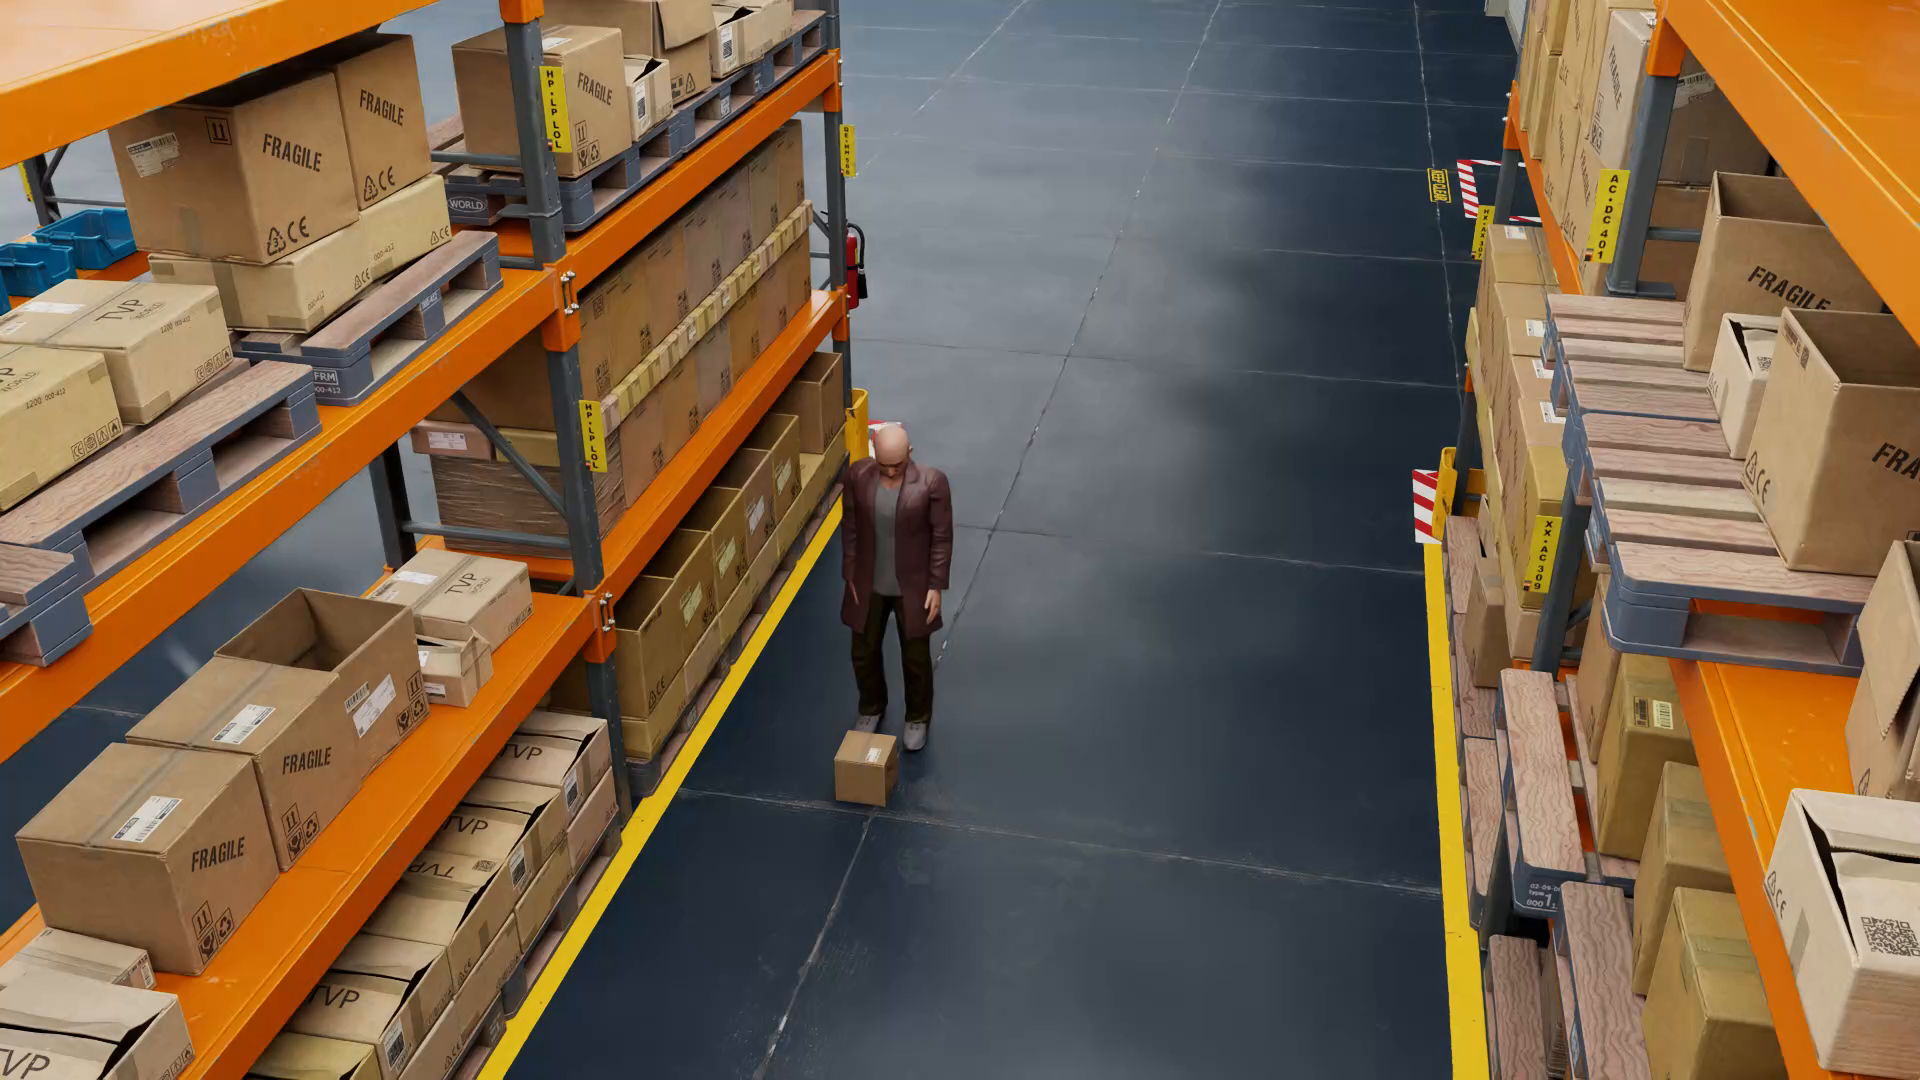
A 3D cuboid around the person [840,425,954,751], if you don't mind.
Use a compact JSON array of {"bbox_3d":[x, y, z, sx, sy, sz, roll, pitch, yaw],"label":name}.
[{"bbox_3d":[-0.319,0.230,8.248,0.572,1.759,0.384,7,29,12],"label":"person"}]
